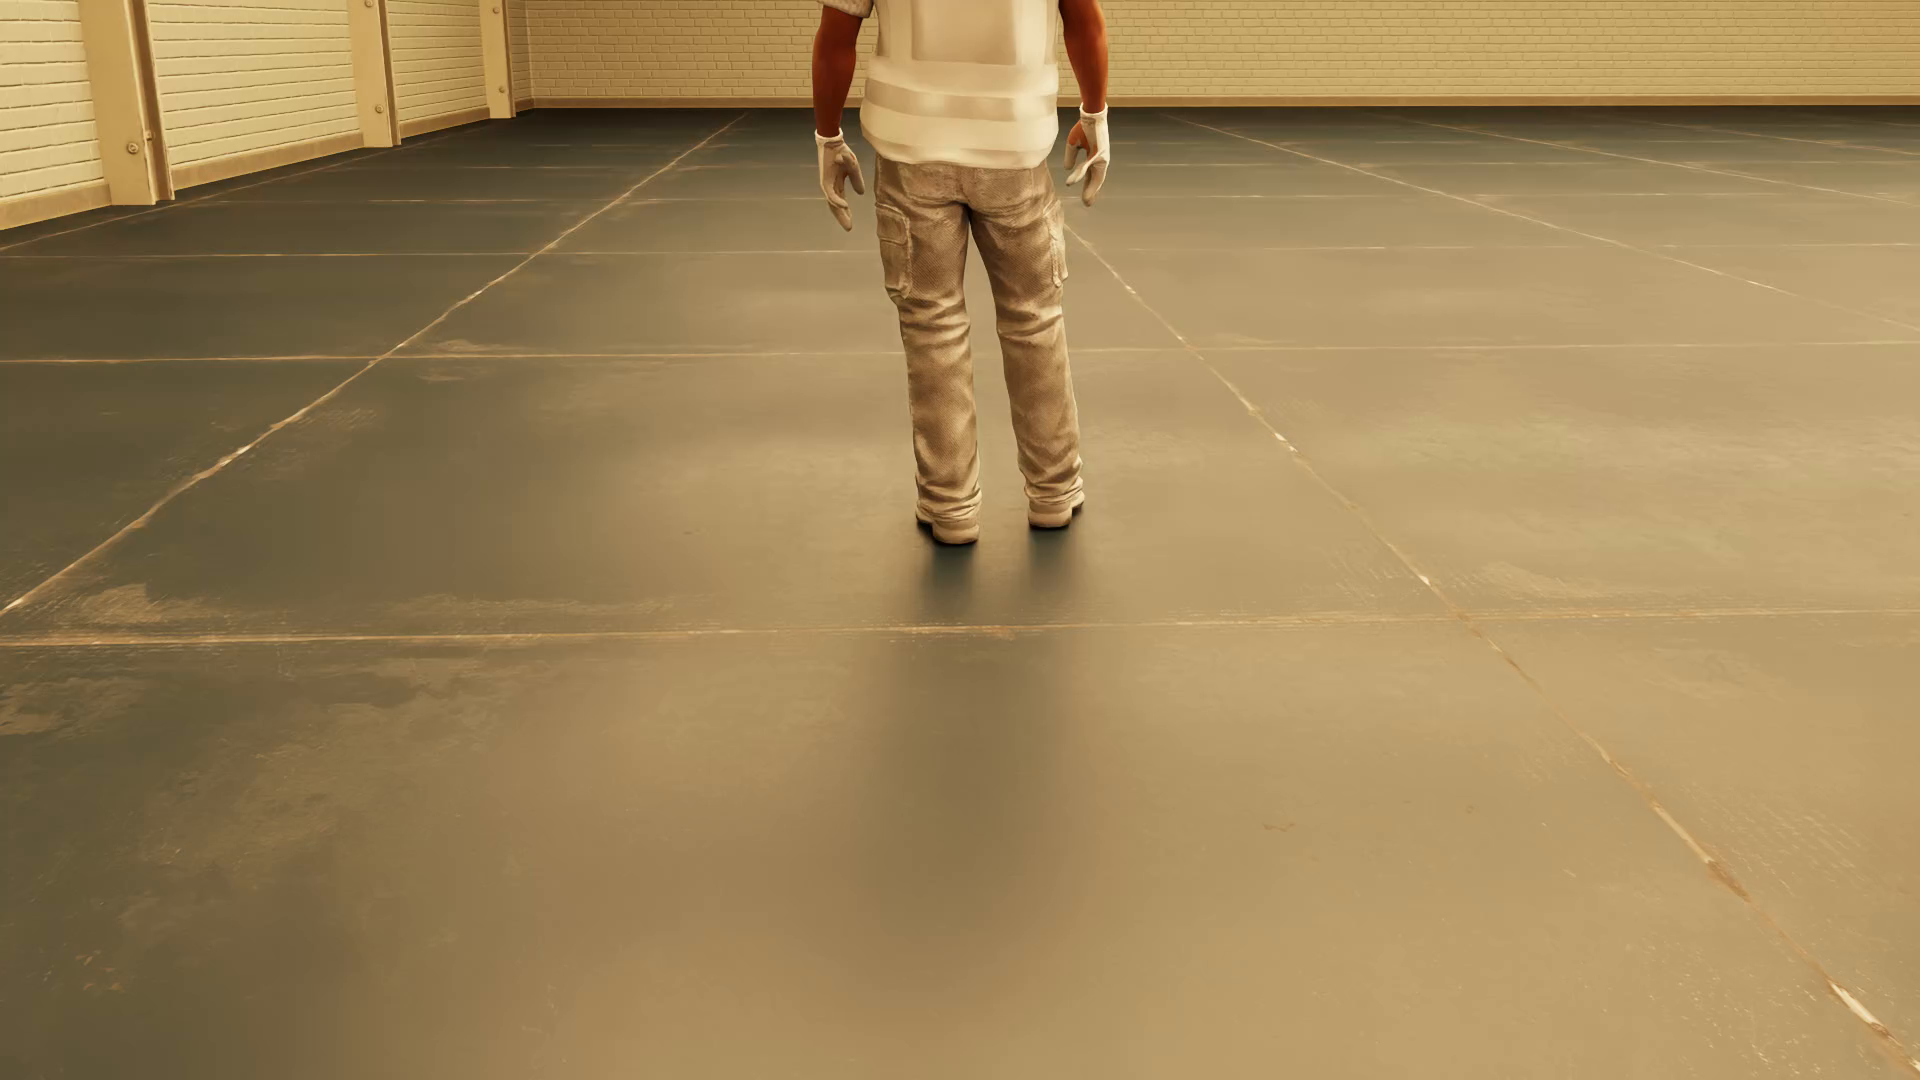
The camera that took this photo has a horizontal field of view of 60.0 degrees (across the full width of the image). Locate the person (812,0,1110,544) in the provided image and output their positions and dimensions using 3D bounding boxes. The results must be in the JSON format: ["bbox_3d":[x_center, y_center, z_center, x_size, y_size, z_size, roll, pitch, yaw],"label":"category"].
[{"bbox_3d":[0.005,-0.881,3.724,0.656,1.782,0.577,-1,17,-3],"label":"person"}]
